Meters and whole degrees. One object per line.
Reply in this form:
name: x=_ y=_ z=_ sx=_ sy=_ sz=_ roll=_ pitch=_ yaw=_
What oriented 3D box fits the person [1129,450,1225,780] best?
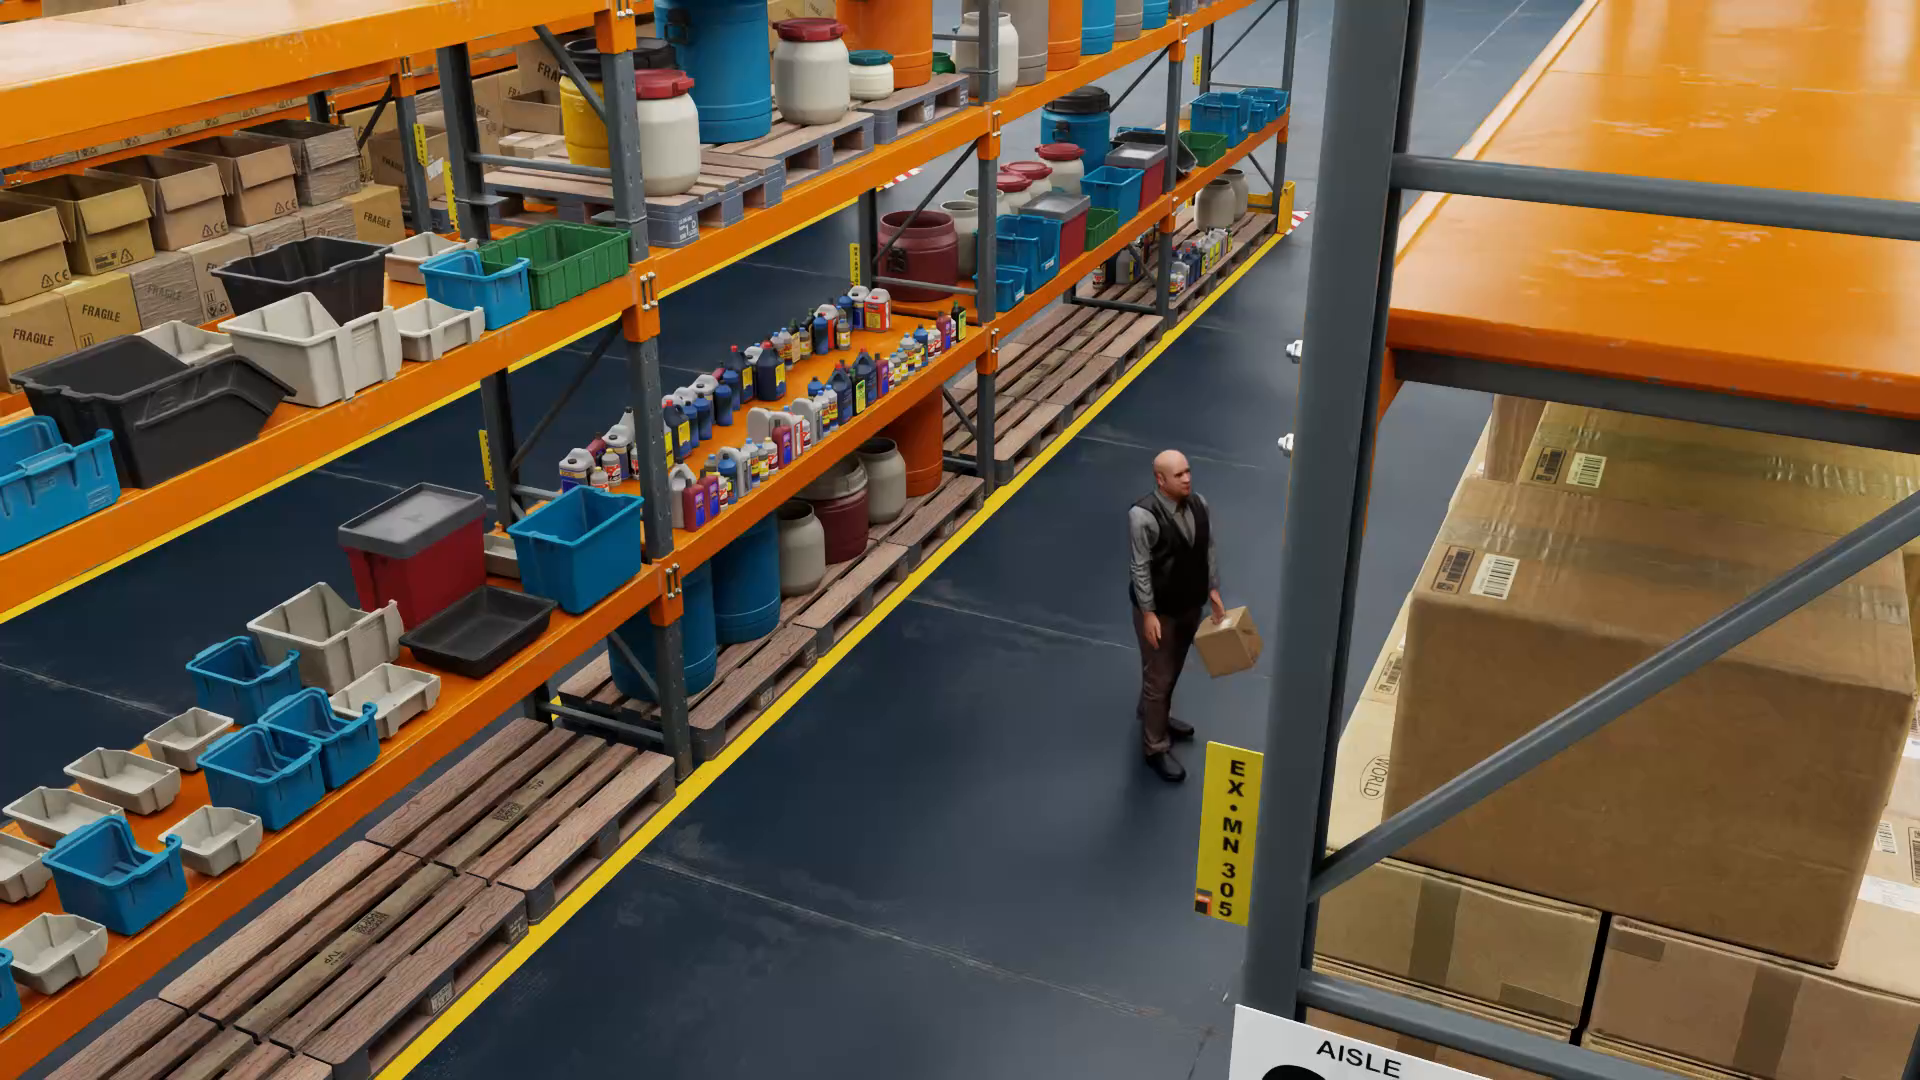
person: x=1.142 y=0.367 z=8.699 sx=0.582 sy=1.724 sz=0.567 roll=-20 pitch=32 yaw=-35
